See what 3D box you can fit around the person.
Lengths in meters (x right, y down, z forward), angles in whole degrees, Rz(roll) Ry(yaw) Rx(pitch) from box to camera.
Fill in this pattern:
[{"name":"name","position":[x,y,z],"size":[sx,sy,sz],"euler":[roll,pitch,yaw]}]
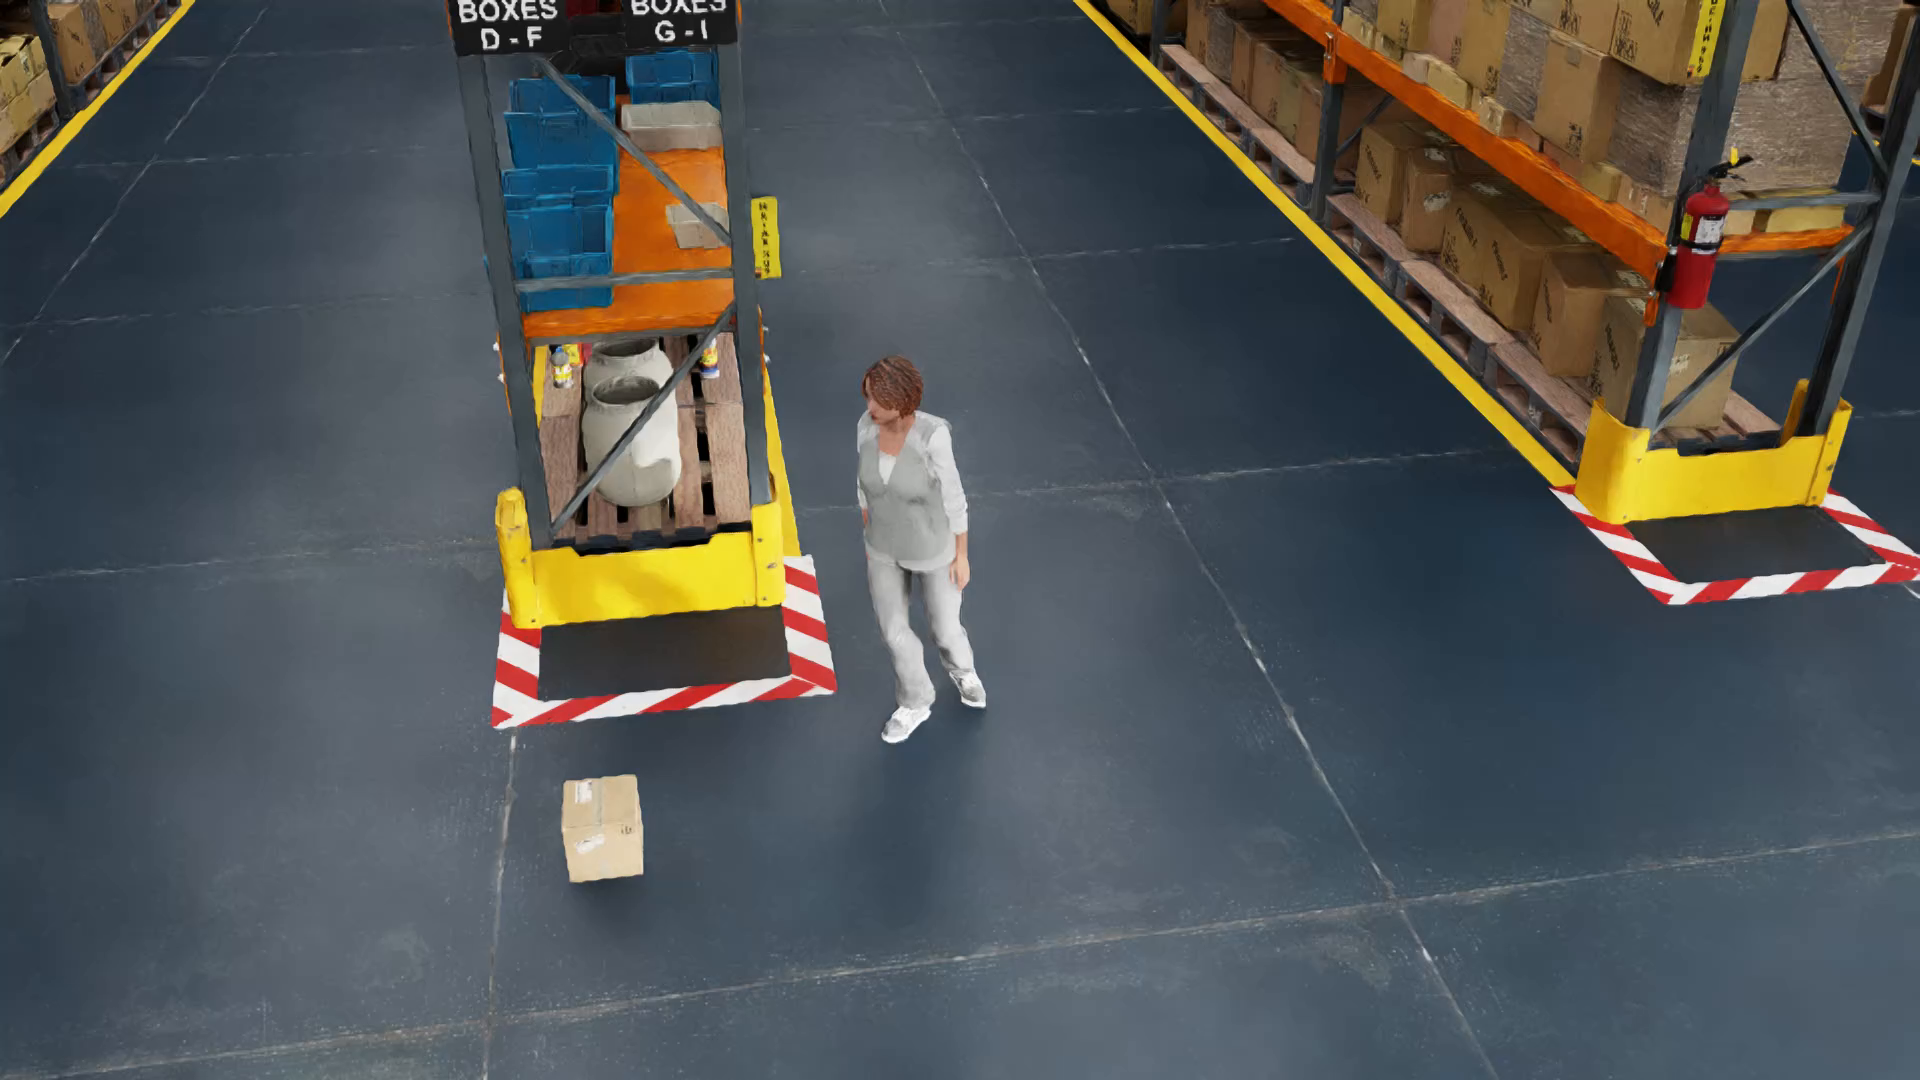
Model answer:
[{"name":"person","position":[-0.142,0.008,6.131],"size":[0.459,1.588,0.502],"euler":[13,33,20]}]
